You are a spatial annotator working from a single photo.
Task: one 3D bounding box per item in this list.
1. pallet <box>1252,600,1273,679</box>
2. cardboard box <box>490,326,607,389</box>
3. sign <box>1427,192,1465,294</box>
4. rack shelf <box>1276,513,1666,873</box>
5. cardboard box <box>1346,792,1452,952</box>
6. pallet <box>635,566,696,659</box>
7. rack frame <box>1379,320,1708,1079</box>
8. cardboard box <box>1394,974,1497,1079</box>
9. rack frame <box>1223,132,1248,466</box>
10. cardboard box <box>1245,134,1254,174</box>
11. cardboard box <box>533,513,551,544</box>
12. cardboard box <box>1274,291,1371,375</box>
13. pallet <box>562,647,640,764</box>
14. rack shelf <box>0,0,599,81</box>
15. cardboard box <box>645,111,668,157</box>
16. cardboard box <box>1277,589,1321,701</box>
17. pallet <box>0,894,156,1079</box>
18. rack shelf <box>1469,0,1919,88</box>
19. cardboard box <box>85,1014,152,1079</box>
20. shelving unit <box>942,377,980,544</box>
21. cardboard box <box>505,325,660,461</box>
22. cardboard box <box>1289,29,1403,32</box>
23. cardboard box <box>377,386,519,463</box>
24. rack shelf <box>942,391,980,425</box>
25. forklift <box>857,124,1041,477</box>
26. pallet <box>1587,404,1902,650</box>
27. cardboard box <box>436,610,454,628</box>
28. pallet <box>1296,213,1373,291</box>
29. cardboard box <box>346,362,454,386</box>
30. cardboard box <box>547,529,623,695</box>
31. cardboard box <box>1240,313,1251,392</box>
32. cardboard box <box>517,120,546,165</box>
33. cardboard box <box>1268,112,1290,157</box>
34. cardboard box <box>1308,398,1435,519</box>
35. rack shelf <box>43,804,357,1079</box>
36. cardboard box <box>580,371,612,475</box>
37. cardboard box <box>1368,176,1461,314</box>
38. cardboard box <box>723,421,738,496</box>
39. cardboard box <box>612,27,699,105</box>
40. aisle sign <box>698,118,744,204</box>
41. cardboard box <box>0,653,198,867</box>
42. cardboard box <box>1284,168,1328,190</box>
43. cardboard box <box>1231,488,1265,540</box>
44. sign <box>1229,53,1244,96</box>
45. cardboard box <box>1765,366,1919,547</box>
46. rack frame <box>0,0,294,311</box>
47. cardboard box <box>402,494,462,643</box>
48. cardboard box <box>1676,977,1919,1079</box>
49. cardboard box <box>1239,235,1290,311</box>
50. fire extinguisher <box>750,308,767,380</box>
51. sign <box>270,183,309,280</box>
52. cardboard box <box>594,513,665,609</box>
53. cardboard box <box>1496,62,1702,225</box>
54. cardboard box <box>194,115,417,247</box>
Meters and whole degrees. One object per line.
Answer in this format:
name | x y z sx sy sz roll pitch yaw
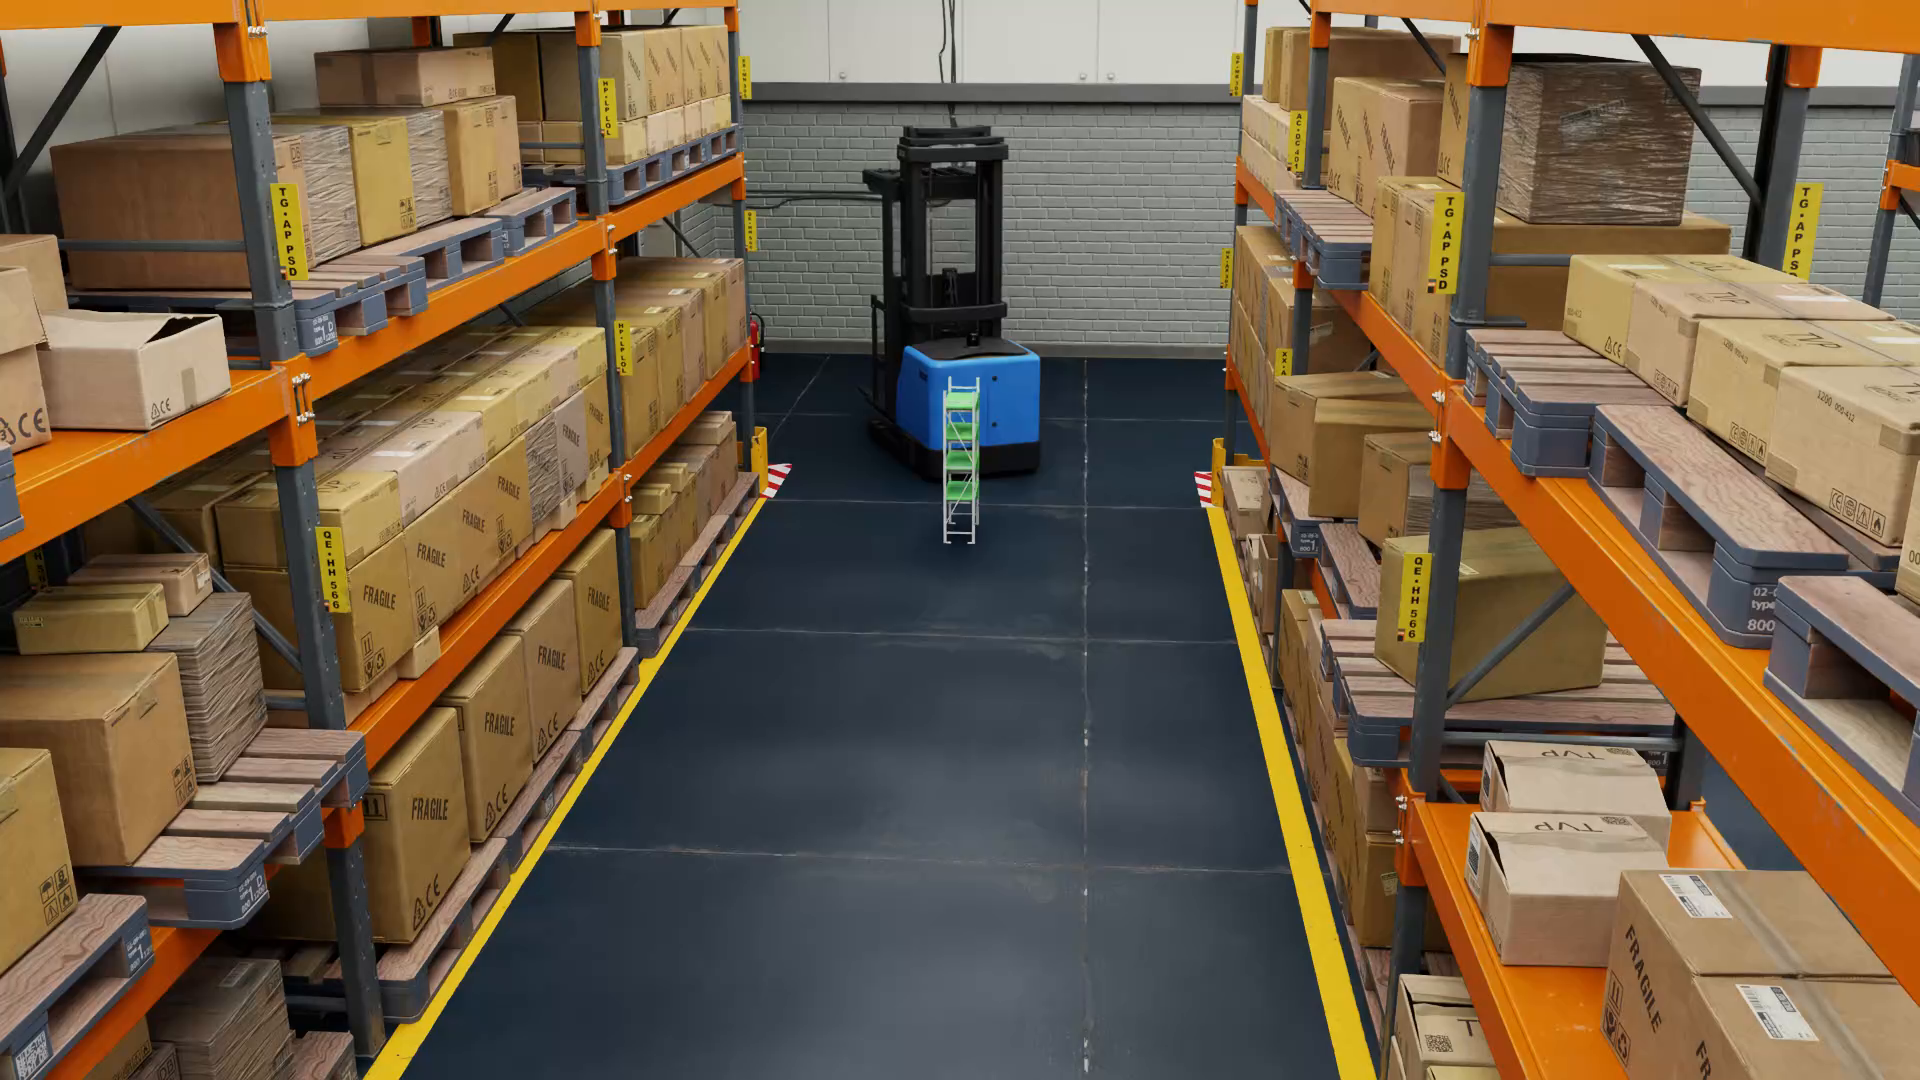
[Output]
pallet | 2.456 0.592 10.777 1.003 0.211 1.213 1 18 4
cardboard box | -2.313 -1.033 9.384 0.500 0.250 0.500 2 18 5
sign | 1.578 -0.961 5.392 0.100 0.325 0.005 1 18 4
rack shelf | 2.263 0.443 7.908 1.077 0.370 4.000 1 18 4
cardboard box | 1.952 1.406 7.124 0.500 0.500 0.500 2 18 6
pallet | -2.403 0.462 11.176 1.003 0.211 1.213 1 18 4
rack frame | 2.119 0.723 5.901 1.000 3.000 0.127 1 18 4
cardboard box | 1.789 1.719 5.700 0.500 0.311 0.500 2 18 6
rack frame | 2.693 -1.762 13.483 1.000 3.000 0.127 1 18 4
cardboard box | 2.354 -2.807 12.097 0.500 0.250 0.500 1 18 4
cardboard box | -2.379 -0.092 8.757 0.380 0.149 0.250 1 18 4
cardboard box | 2.184 -1.205 10.018 0.500 0.500 0.500 1 18 4
pallet | -2.515 0.937 9.724 1.003 0.211 1.213 1 18 4
rack shelf | -2.678 -2.327 7.370 1.077 0.370 4.000 1 18 4
cardboard box | -2.172 -2.597 10.620 0.500 0.250 0.500 1 18 3
cardboard box | 2.128 0.604 9.571 0.500 0.500 0.500 0 18 1
pallet | -2.923 1.320 4.385 1.003 0.211 1.213 1 18 4
rack shelf | 1.976 -0.975 3.245 1.077 0.370 4.000 1 18 4
cardboard box | -2.925 1.636 5.217 0.500 0.250 0.500 2 18 5
shelving unit | 0.012 -0.622 12.893 0.258 1.200 0.503 1 18 4
cardboard box | -2.480 -0.940 10.492 0.980 0.700 0.700 2 18 5
cardboard box | 2.623 -3.239 11.408 0.700 0.500 0.500 1 18 4
cardboard box | -2.432 -0.558 7.934 0.500 0.250 0.500 1 18 3
rack shelf | 0.012 -1.017 12.764 0.258 0.148 0.480 1 18 4
forklift | -0.247 -2.354 15.399 1.130 2.935 3.031 -6 19 -18
pallet | 2.083 -0.053 3.753 1.003 0.211 1.213 2 18 6
cardboard box | -2.532 0.306 7.545 0.380 0.149 0.250 2 18 5
pallet | 2.218 -1.333 7.658 1.213 0.211 1.003 1 18 4
cardboard box | -2.890 -0.728 8.454 0.500 0.250 0.500 1 18 2
cardboard box | -2.452 0.398 9.670 0.750 0.750 0.750 1 18 5
cardboard box | 2.327 -1.361 12.100 0.500 0.500 0.500 1 18 4
cardboard box | -2.720 -2.448 10.166 0.500 0.250 0.500 1 18 4
cardboard box | 2.247 -2.579 10.597 0.500 0.250 0.500 1 18 4
cardboard box | 2.163 -0.410 8.521 0.700 0.500 0.500 4 19 13
rack shelf | -2.965 1.576 4.451 1.077 0.370 4.000 1 18 4
cardboard box | -2.317 -0.679 9.506 0.500 0.500 0.500 1 18 3
cardboard box | 2.191 -1.207 6.810 0.910 0.500 0.500 1 18 4
cardboard box | -2.199 -0.664 13.471 0.700 0.500 0.500 1 18 4
cardboard box | -2.104 -3.278 11.495 0.500 0.500 0.500 0 18 1
aisle sign | -1.944 -3.123 13.460 0.394 0.787 0.004 1 18 4
cardboard box | -2.859 0.677 5.173 0.700 0.500 0.500 0 18 -1
cardboard box | 2.176 -2.031 9.727 0.500 0.250 0.500 1 18 4
cardboard box | 2.299 -0.191 12.399 0.500 0.250 0.500 1 18 4
sign | 2.152 -3.615 12.917 0.100 0.325 0.005 1 18 4
cardboard box | 2.031 -0.181 3.408 0.500 0.250 0.500 0 18 -1
rack frame | -2.822 -2.238 5.300 1.000 3.000 0.127 1 18 4
cardboard box | -2.485 0.107 7.108 0.500 0.500 0.500 2 18 6
cardboard box | 1.978 1.360 3.795 0.500 0.500 0.500 1 18 4
cardboard box | 2.368 -1.990 12.413 0.500 0.500 0.500 1 18 4
fire extinguisher | -1.777 -1.694 13.999 0.296 0.674 0.183 1 18 4
sign | -2.281 -1.045 5.648 0.100 0.325 0.005 1 18 4
cardboard box | -2.379 0.129 11.052 0.700 0.500 0.500 2 18 5
cardboard box | 2.157 -1.361 5.675 0.500 0.500 0.500 1 18 4
cardboard box | -2.806 -1.558 7.176 0.700 0.500 0.500 2 18 7
